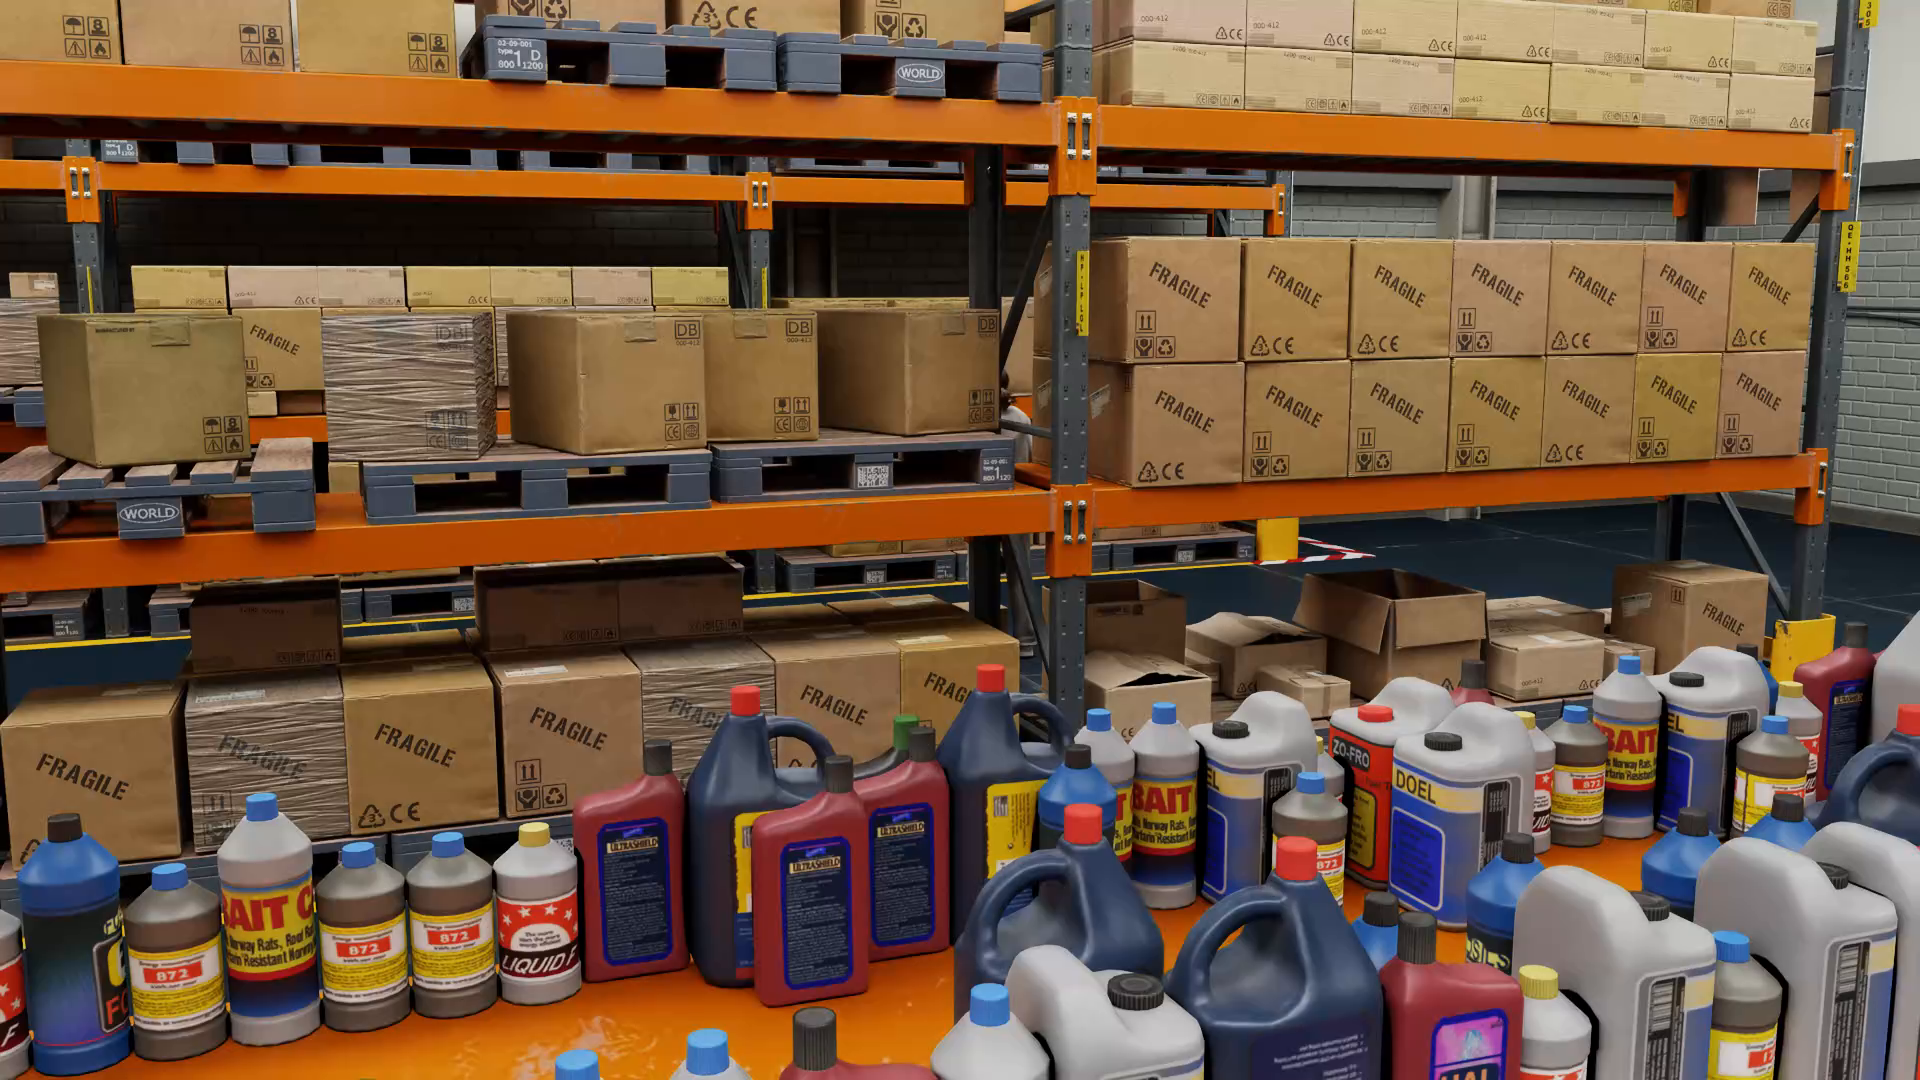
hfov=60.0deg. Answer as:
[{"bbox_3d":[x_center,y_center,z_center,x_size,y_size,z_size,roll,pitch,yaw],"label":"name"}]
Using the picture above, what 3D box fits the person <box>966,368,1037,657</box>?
[{"bbox_3d":[0.217,-0.160,9.393,0.490,1.669,0.354,-3,10,-21],"label":"person"}]
